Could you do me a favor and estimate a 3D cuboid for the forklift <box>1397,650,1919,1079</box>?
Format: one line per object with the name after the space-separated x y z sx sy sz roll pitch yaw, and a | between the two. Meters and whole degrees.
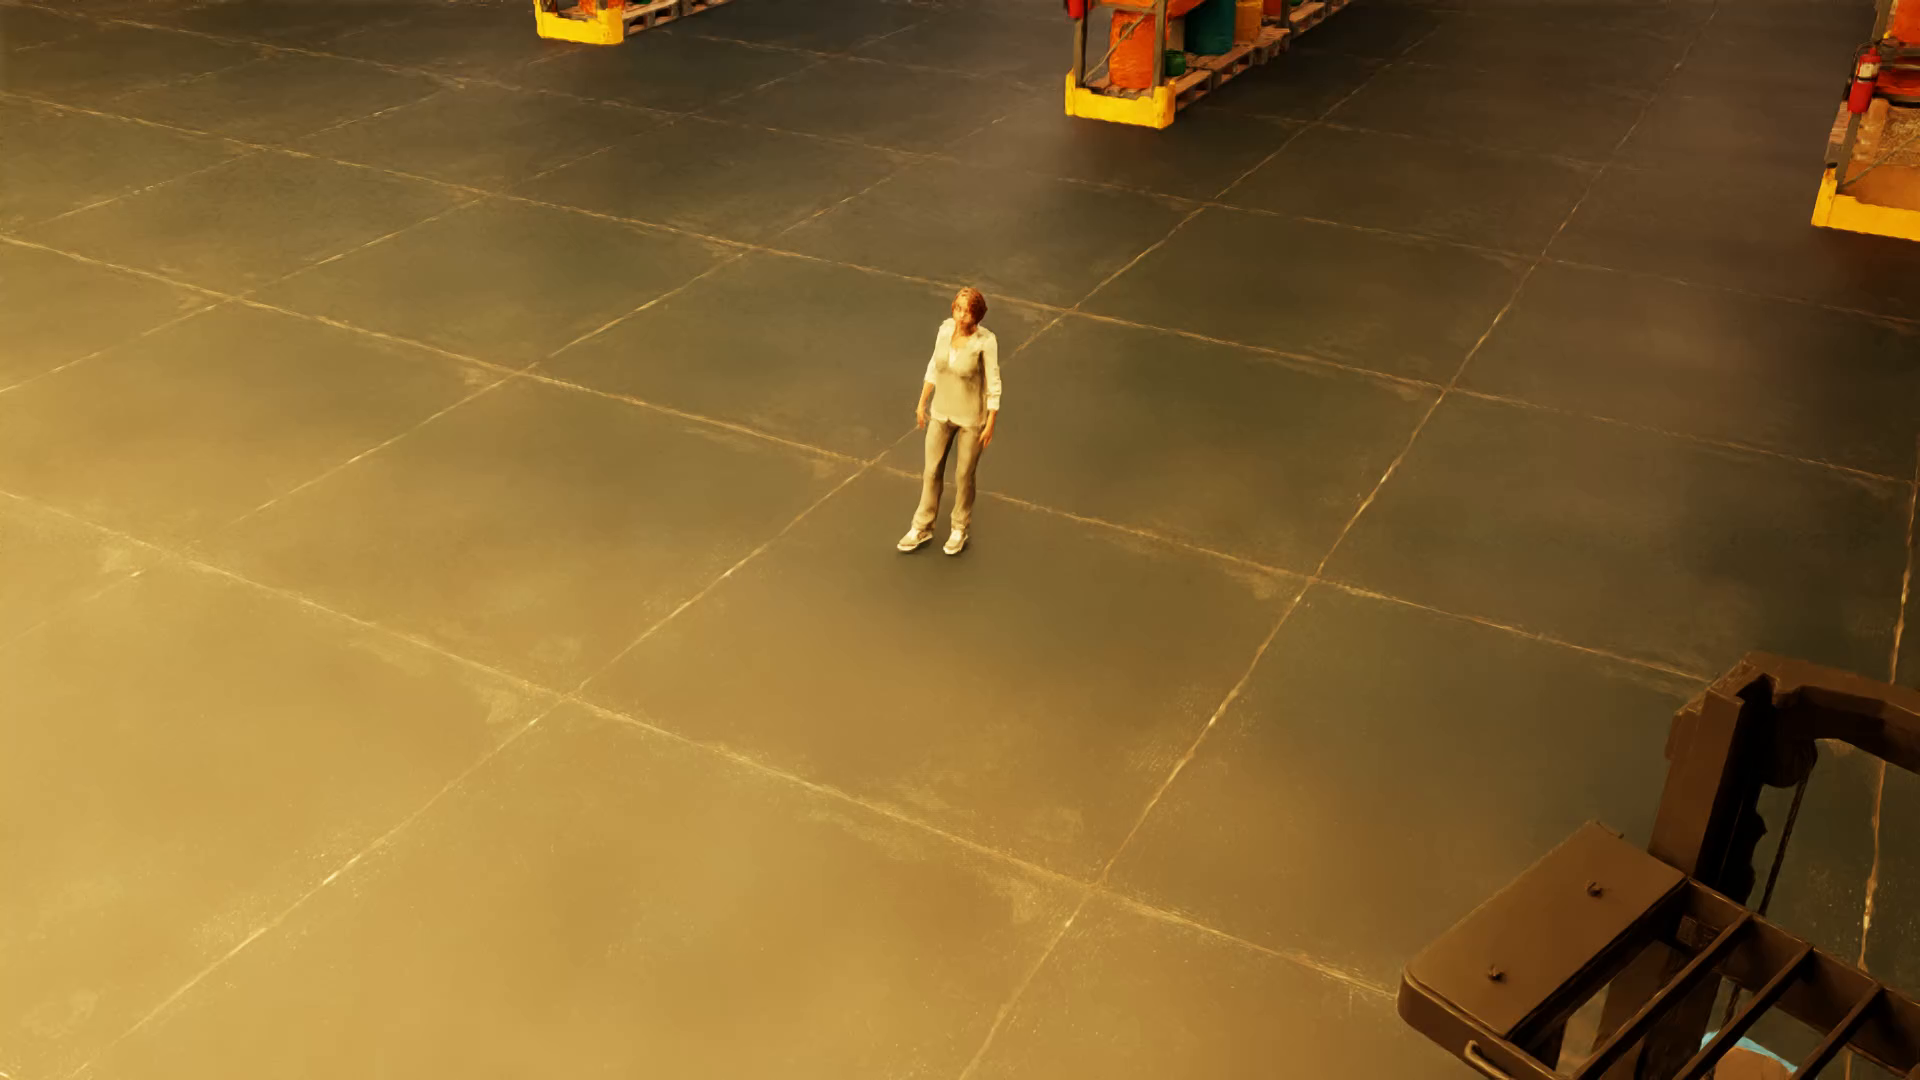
1.606 1.841 3.880 3.031 2.935 1.130 -24 37 -35 | forklift

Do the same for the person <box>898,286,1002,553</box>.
-0.048 -0.669 9.550 0.521 1.597 0.474 15 33 25 | person
